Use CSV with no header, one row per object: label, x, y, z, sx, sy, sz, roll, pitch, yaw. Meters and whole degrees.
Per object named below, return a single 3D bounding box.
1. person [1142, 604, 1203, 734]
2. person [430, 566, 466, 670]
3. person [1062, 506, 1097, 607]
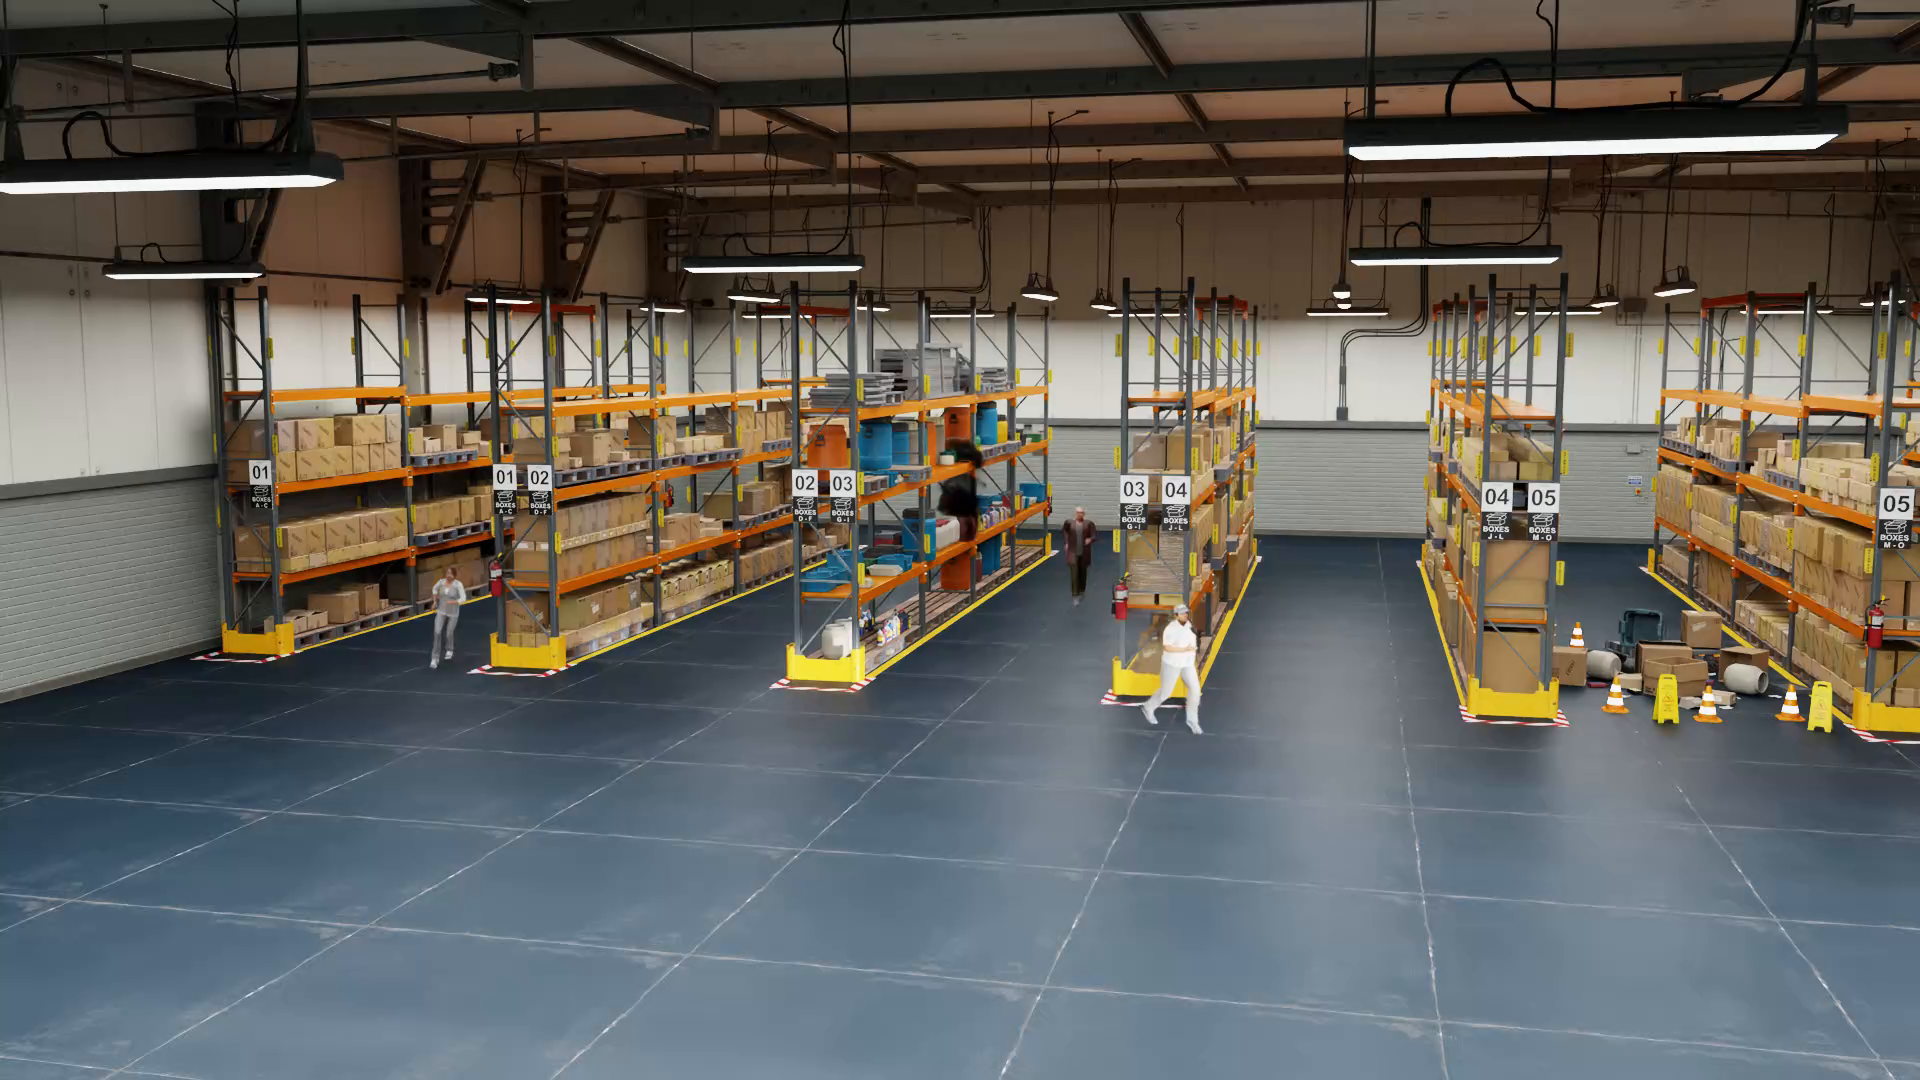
person,2.840,1.674,21.926,0.613,1.714,0.887,-5,8,-35
person,-8.099,1.205,26.388,0.557,1.594,0.780,-1,7,-6
person,2.226,0.273,30.963,0.649,1.819,0.962,0,7,1
